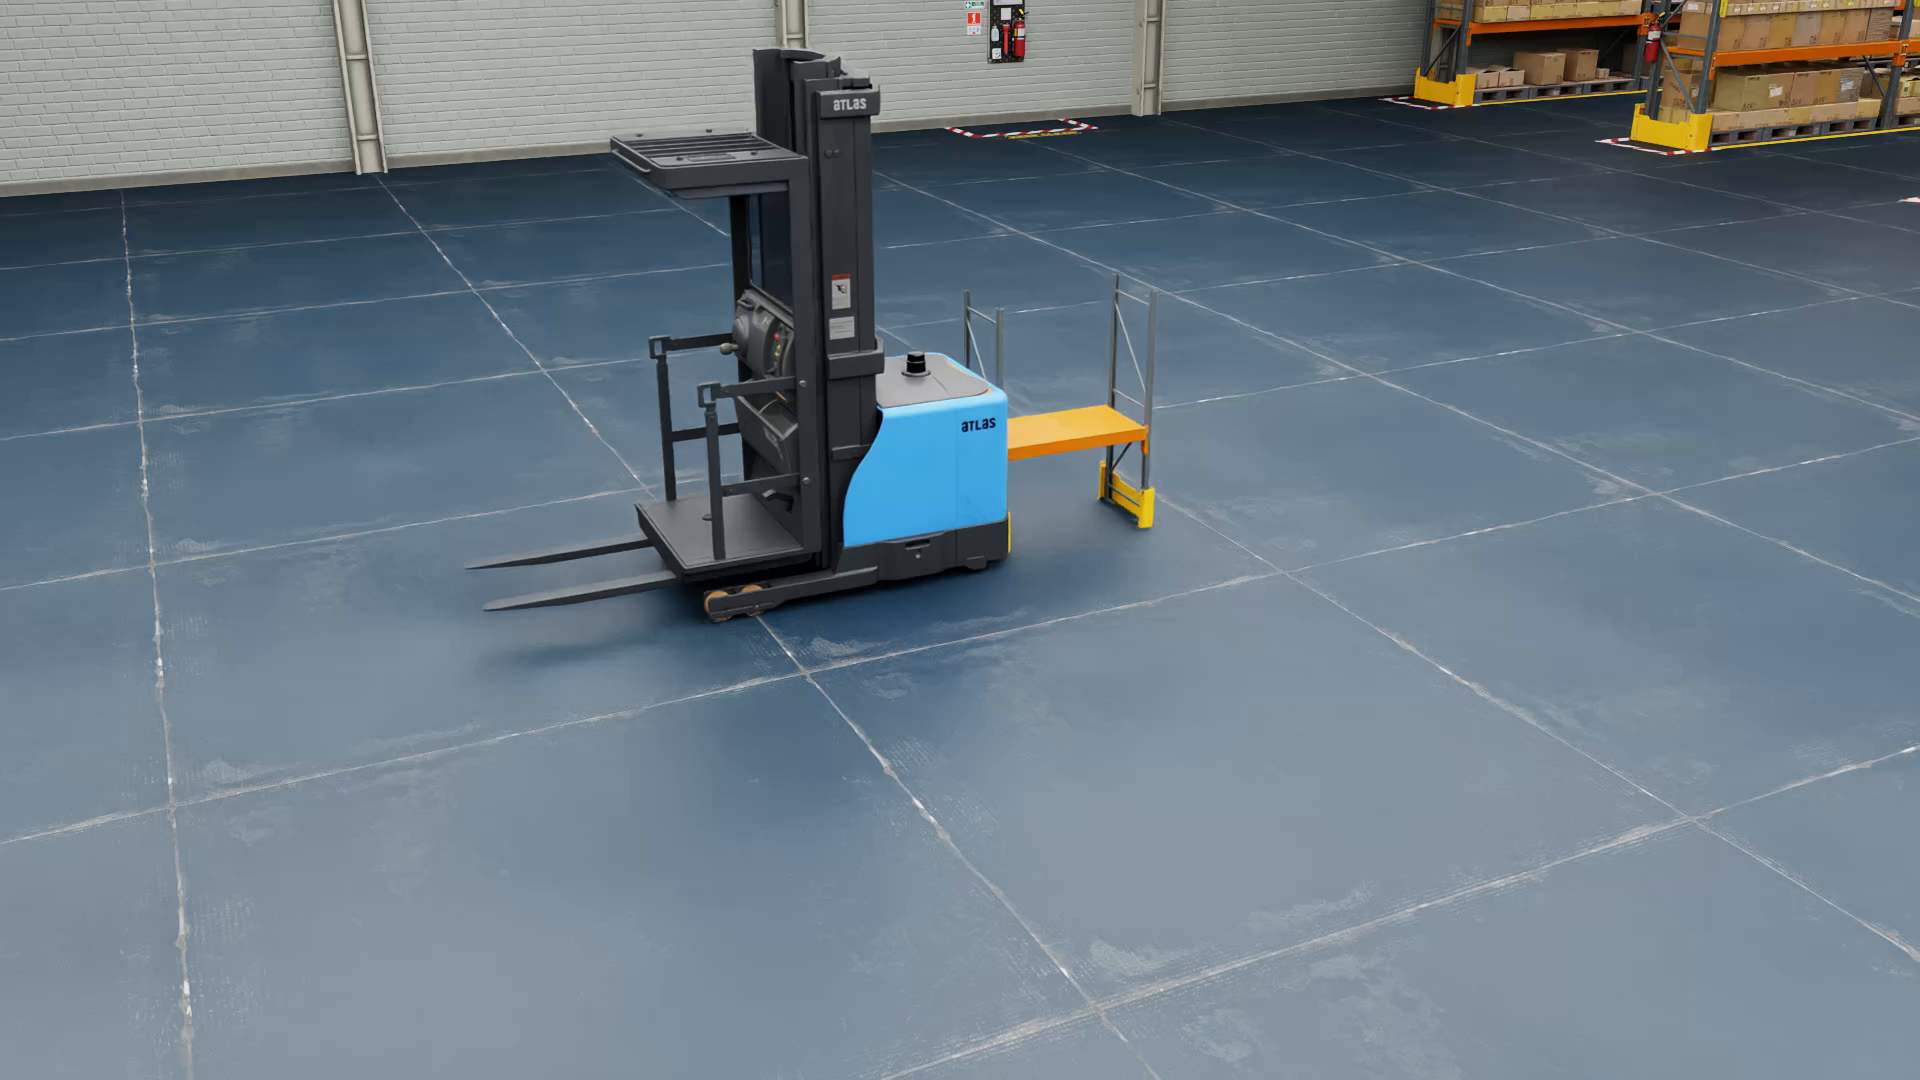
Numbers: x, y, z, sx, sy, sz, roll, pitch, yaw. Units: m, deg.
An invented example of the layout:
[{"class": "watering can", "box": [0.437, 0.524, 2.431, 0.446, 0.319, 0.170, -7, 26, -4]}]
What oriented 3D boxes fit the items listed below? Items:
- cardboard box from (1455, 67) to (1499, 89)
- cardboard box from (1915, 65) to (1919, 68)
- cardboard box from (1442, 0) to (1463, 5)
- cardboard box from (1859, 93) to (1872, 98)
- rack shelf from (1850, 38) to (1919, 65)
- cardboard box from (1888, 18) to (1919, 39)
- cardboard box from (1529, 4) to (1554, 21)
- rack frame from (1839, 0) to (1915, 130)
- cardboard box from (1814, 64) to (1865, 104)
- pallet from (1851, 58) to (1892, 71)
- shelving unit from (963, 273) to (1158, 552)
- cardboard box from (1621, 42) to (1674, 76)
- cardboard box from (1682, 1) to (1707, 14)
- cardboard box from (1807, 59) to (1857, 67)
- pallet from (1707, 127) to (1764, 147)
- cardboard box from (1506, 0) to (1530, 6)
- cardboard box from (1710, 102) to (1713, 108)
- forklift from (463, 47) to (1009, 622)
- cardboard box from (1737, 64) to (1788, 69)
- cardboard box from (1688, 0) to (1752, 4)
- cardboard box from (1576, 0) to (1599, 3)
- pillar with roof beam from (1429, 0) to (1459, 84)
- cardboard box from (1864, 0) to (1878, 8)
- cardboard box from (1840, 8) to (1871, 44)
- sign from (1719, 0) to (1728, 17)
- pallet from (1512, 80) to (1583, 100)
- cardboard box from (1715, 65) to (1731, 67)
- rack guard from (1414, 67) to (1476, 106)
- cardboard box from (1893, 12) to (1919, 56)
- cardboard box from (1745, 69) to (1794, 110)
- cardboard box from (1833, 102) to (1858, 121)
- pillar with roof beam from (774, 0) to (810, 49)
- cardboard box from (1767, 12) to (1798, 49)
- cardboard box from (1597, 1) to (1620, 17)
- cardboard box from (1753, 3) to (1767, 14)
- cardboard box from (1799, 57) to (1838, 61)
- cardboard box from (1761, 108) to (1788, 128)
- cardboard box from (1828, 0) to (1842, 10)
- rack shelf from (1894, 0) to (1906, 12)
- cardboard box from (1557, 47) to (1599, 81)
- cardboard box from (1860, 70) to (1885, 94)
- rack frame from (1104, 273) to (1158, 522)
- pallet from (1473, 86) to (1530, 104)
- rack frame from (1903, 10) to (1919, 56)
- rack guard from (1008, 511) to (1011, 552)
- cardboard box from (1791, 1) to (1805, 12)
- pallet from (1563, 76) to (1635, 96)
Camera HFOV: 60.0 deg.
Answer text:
[{"class": "cardboard box", "box": [8.811, -7.891, 28.332, 0.500, 0.311, 0.500, -14, 26, -30]}, {"class": "cardboard box", "box": [15.516, -7.405, 26.530, 0.500, 0.311, 0.500, -11, 25, -24]}, {"class": "cardboard box", "box": [8.481, -9.285, 27.947, 0.500, 0.500, 0.500, -11, 25, -24]}, {"class": "cardboard box", "box": [14.153, -6.896, 26.033, 0.500, 0.250, 0.500, -11, 25, -24]}, {"class": "rack shelf", "box": [15.707, -7.803, 26.119, 4.000, 0.370, 1.077, -10, 25, -24]}, {"class": "cardboard box", "box": [14.329, -7.831, 25.443, 0.500, 0.250, 0.500, -9, 24, -20]}, {"class": "cardboard box", "box": [9.649, -8.932, 28.075, 0.500, 0.250, 0.500, -11, 25, -24]}, {"class": "rack frame", "box": [13.905, -7.804, 25.180, 0.127, 3.000, 1.000, -10, 25, -24]}, {"class": "cardboard box", "box": [13.126, -6.843, 24.924, 0.500, 0.500, 0.500, -10, 25, -24]}, {"class": "pallet", "box": [17.198, -9.191, 32.178, 1.213, 0.211, 1.003, -10, 25, -24]}, {"class": "shelving unit", "box": [0.608, -0.796, 10.213, 1.083, 1.500, 0.587, -10, 24, -22]}, {"class": "cardboard box", "box": [12.409, -8.686, 30.006, 0.500, 0.500, 0.700, -10, 24, -22]}, {"class": "cardboard box", "box": [10.562, -7.615, 23.746, 0.250, 0.149, 0.380, -11, 25, -25]}, {"class": "cardboard box", "box": [13.351, -7.105, 25.557, 0.500, 0.500, 0.500, -10, 25, -24]}, {"class": "pallet", "box": [10.971, -5.993, 24.452, 1.213, 0.211, 1.003, -10, 25, -24]}, {"class": "cardboard box", "box": [9.159, -9.187, 27.712, 0.500, 0.500, 0.500, -10, 25, -23]}, {"class": "cardboard box", "box": [11.101, -6.342, 24.694, 0.500, 0.250, 0.500, -10, 25, -24]}, {"class": "forklift", "box": [-1.273, -1.134, 9.157, 3.031, 2.935, 1.130, -10, 24, -22]}, {"class": "cardboard box", "box": [12.000, -6.855, 24.954, 0.500, 0.500, 0.500, -10, 25, -24]}, {"class": "cardboard box", "box": [10.774, -7.868, 23.508, 0.500, 0.500, 0.700, -10, 25, -23]}, {"class": "cardboard box", "box": [10.555, -9.447, 28.340, 0.500, 0.500, 0.500, -11, 25, -25]}, {"class": "pillar with roof beam", "box": [10.271, -10.549, 23.969, 0.400, 9.000, 9.100, -10, 25, -24]}, {"class": "cardboard box", "box": [13.294, -7.946, 24.545, 0.250, 0.149, 0.380, -11, 25, -25]}, {"class": "cardboard box", "box": [13.035, -7.684, 24.761, 0.500, 0.500, 0.700, -11, 25, -24]}, {"class": "sign", "box": [10.536, -7.384, 22.932, 0.005, 0.325, 0.100, -10, 25, -24]}, {"class": "pallet", "box": [10.062, -7.894, 29.045, 1.213, 0.211, 1.003, -10, 25, -24]}, {"class": "cardboard box", "box": [13.781, -8.947, 30.635, 0.500, 0.500, 0.700, -11, 25, -24]}, {"class": "rack guard", "box": [8.217, -7.704, 28.209, 0.348, 0.500, 1.175, -10, 25, -24]}, {"class": "cardboard box", "box": [18.432, -9.885, 32.471, 0.750, 0.750, 0.750, -10, 25, -23]}, {"class": "cardboard box", "box": [11.775, -6.593, 24.322, 0.500, 0.500, 0.500, -10, 25, -24]}, {"class": "cardboard box", "box": [13.127, -6.495, 25.066, 0.500, 0.250, 0.500, -10, 25, -24]}, {"class": "pillar with roof beam", "box": [-0.541, -8.559, 19.160, 0.400, 9.000, 9.100, -10, 25, -24]}, {"class": "cardboard box", "box": [11.648, -7.428, 24.143, 0.500, 0.500, 0.700, -10, 25, -23]}, {"class": "cardboard box", "box": [11.005, -9.187, 28.693, 0.500, 0.250, 0.500, -10, 25, -23]}, {"class": "cardboard box", "box": [11.210, -7.563, 23.619, 0.250, 0.149, 0.380, -10, 25, -23]}, {"class": "cardboard box", "box": [16.077, -9.451, 31.422, 0.750, 0.750, 0.750, -11, 25, -24]}, {"class": "cardboard box", "box": [11.780, -6.243, 24.456, 0.500, 0.250, 0.500, -10, 25, -24]}, {"class": "cardboard box", "box": [12.608, -7.821, 24.242, 0.250, 0.149, 0.380, -10, 24, -22]}, {"class": "rack shelf", "box": [17.159, -10.173, 31.845, 4.000, 0.370, 1.077, -10, 25, -24]}, {"class": "cardboard box", "box": [10.835, -8.373, 29.248, 0.500, 0.500, 0.500, -12, 26, -28]}, {"class": "cardboard box", "box": [14.145, -7.152, 25.919, 0.500, 0.311, 0.500, -10, 25, -24]}, {"class": "rack frame", "box": [1.063, -0.875, 10.403, 0.032, 1.500, 0.500, -10, 24, -22]}, {"class": "pallet", "box": [8.965, -7.693, 28.560, 1.213, 0.211, 1.003, -10, 25, -24]}, {"class": "rack frame", "box": [18.961, -10.837, 32.509, 0.127, 3.000, 1.000, -10, 25, -24]}, {"class": "rack guard", "box": [0.154, -0.140, 10.262, 0.087, 0.250, 0.587, -10, 24, -22]}, {"class": "cardboard box", "box": [11.907, -7.691, 23.930, 0.250, 0.149, 0.380, -11, 25, -24]}, {"class": "pallet", "box": [11.163, -8.098, 29.538, 1.213, 0.211, 1.003, -10, 25, -24]}]
